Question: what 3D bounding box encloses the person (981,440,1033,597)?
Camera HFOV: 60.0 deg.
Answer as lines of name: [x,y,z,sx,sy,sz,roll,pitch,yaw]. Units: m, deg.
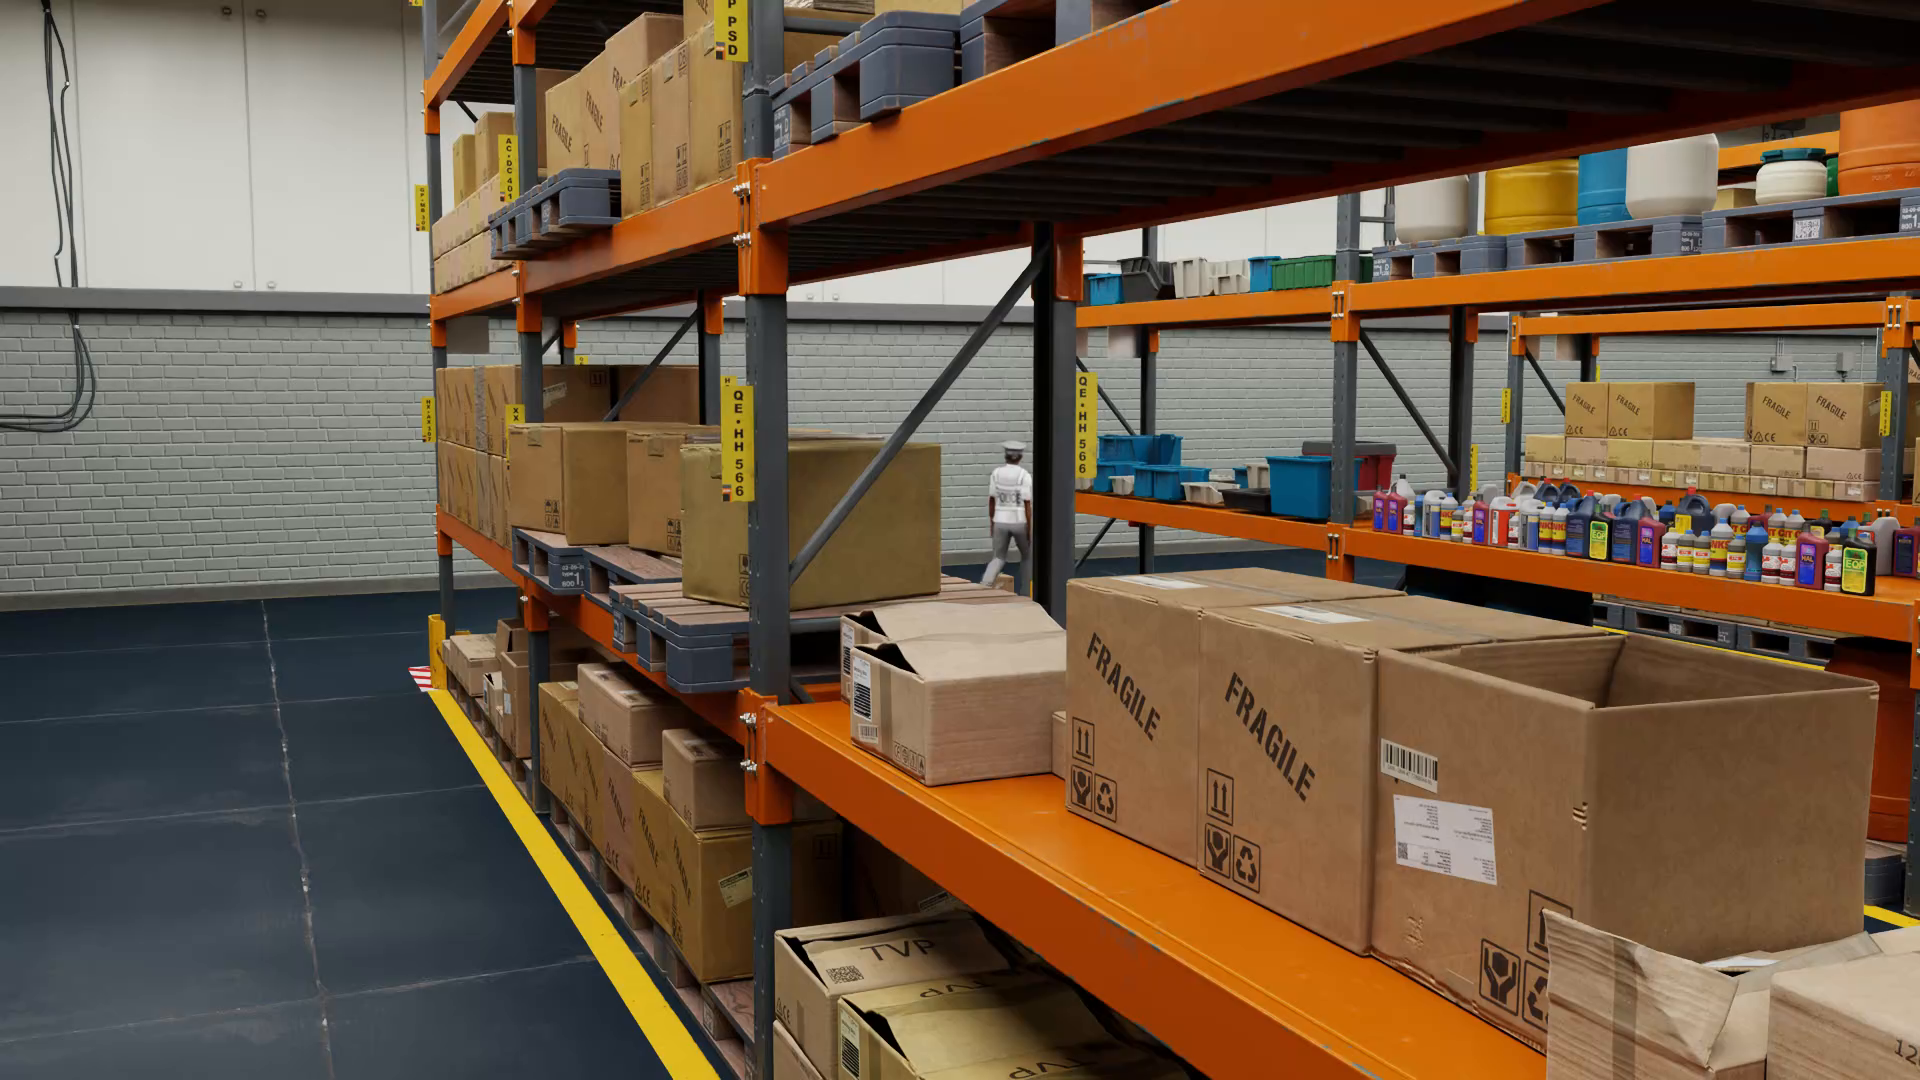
person: [0.518,-0.158,16.217,0.464,1.627,0.875,2,6,19]
